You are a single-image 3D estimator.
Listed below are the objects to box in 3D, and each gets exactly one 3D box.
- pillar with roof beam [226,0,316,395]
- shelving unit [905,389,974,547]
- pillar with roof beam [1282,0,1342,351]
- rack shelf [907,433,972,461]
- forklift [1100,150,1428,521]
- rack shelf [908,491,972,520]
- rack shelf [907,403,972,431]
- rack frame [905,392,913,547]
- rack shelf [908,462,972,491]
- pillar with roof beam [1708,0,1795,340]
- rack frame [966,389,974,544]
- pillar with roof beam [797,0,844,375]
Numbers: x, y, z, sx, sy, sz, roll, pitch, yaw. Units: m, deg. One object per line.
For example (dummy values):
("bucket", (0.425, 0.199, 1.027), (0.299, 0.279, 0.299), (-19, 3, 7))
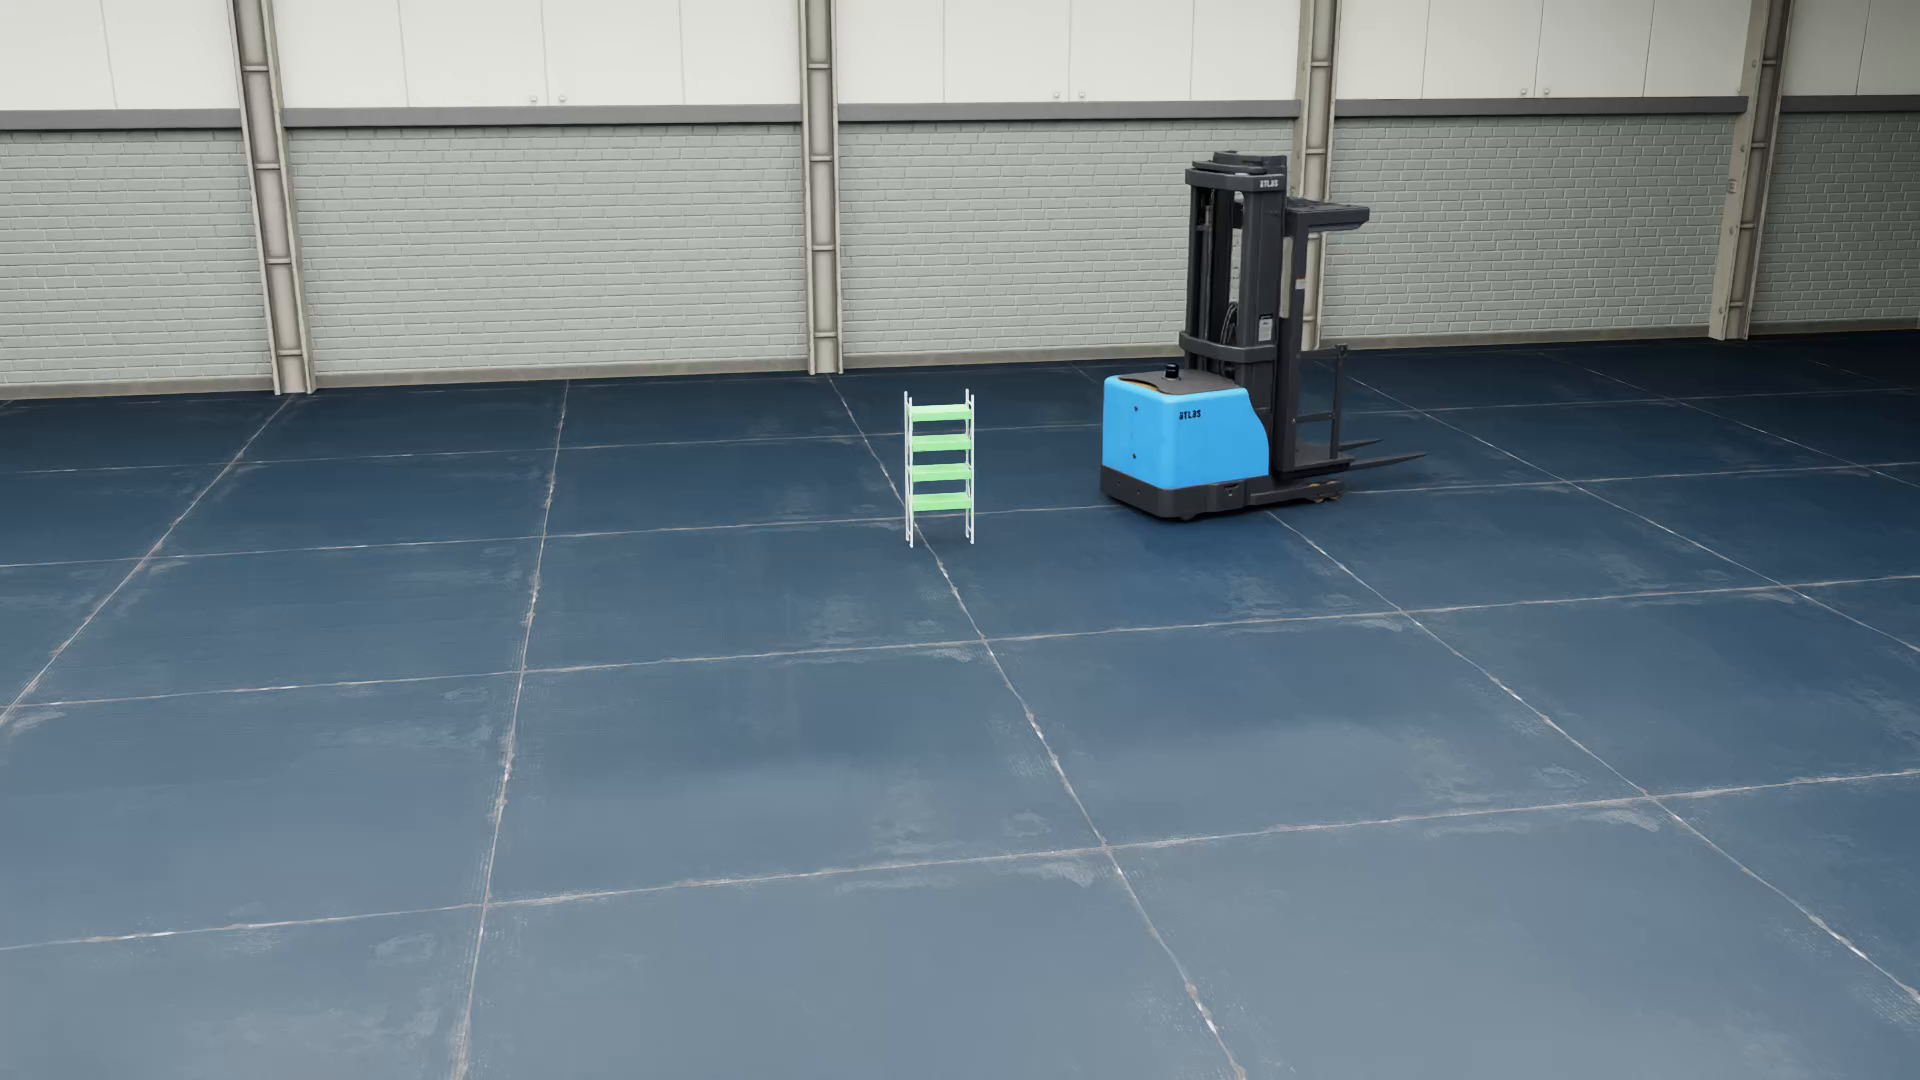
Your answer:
("pillar with roof beam", (-6.683, -4.741, 13.421), (0.400, 9.000, 9.100), (-3, 17, -10))
("shelving unit", (-0.163, -0.564, 13.106), (0.503, 1.200, 0.258), (-3, 17, -10))
("pillar with roof beam", (5.099, -5.409, 15.597), (0.400, 9.000, 9.100), (-3, 17, -10))
("rack shelf", (-0.163, -0.733, 13.054), (0.480, 0.148, 0.258), (-3, 17, -10))
("forklift", (2.762, -1.849, 14.340), (3.031, 2.935, 1.130), (-9, 19, -27))
("rack shelf", (-0.163, -0.274, 13.195), (0.480, 0.148, 0.258), (-3, 17, -10))
("rack shelf", (-0.163, -0.962, 12.983), (0.480, 0.148, 0.258), (-3, 17, -10))
("rack frame", (-0.402, -0.551, 13.061), (0.015, 1.200, 0.240), (-3, 17, -10))
("rack shelf", (-0.163, -0.503, 13.124), (0.480, 0.148, 0.258), (-3, 17, -10))
("pillar with roof beam", (10.990, -5.744, 16.685), (0.400, 9.000, 9.100), (-3, 17, -10))
("rack frame", (0.077, -0.578, 13.150), (0.015, 1.200, 0.240), (-3, 17, -10))
("pillar with roof beam", (-0.792, -5.075, 14.509), (0.400, 9.000, 9.100), (-3, 17, -10))
